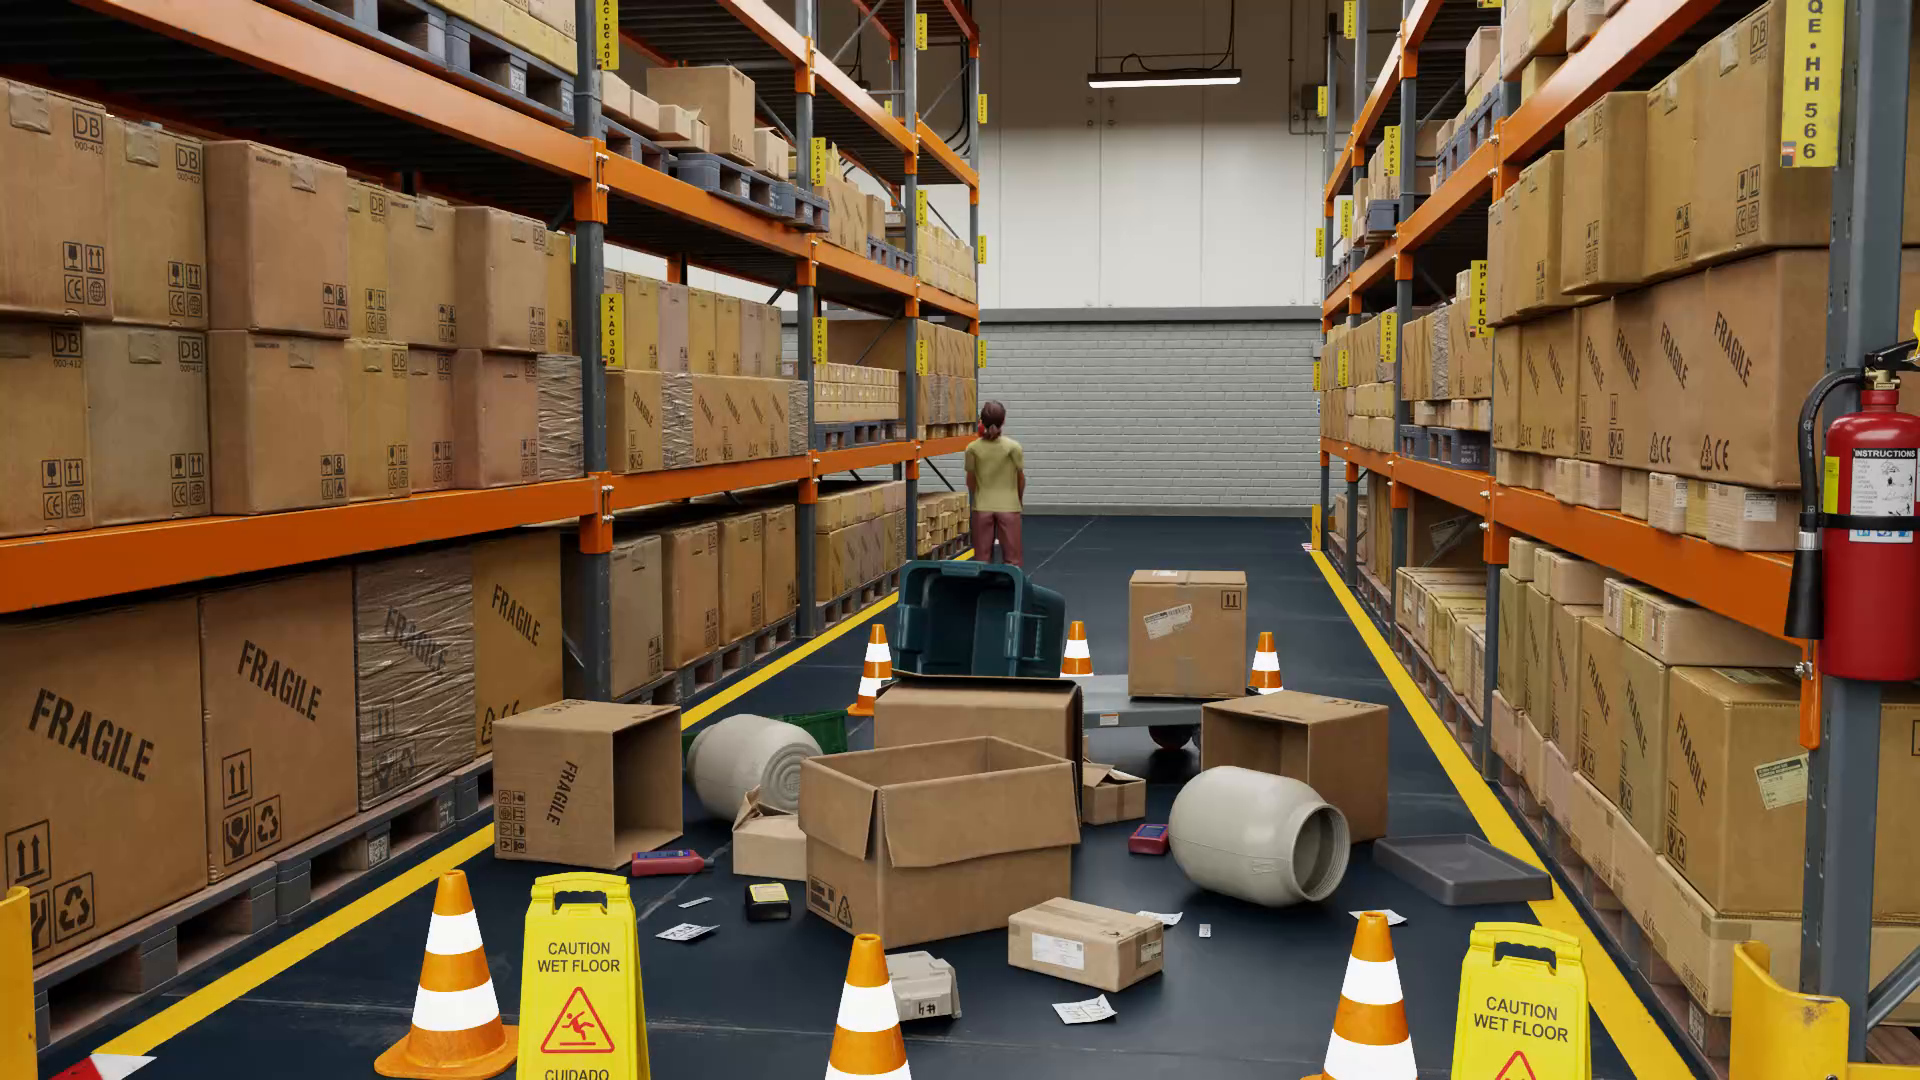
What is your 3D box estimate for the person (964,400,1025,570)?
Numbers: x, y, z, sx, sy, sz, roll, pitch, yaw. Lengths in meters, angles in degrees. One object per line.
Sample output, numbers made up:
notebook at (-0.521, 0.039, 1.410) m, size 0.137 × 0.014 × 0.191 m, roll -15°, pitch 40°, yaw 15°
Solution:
person at (0.259, -0.177, 12.076) m, size 0.439 × 1.674 × 0.537 m, roll 1°, pitch 5°, yaw 8°
